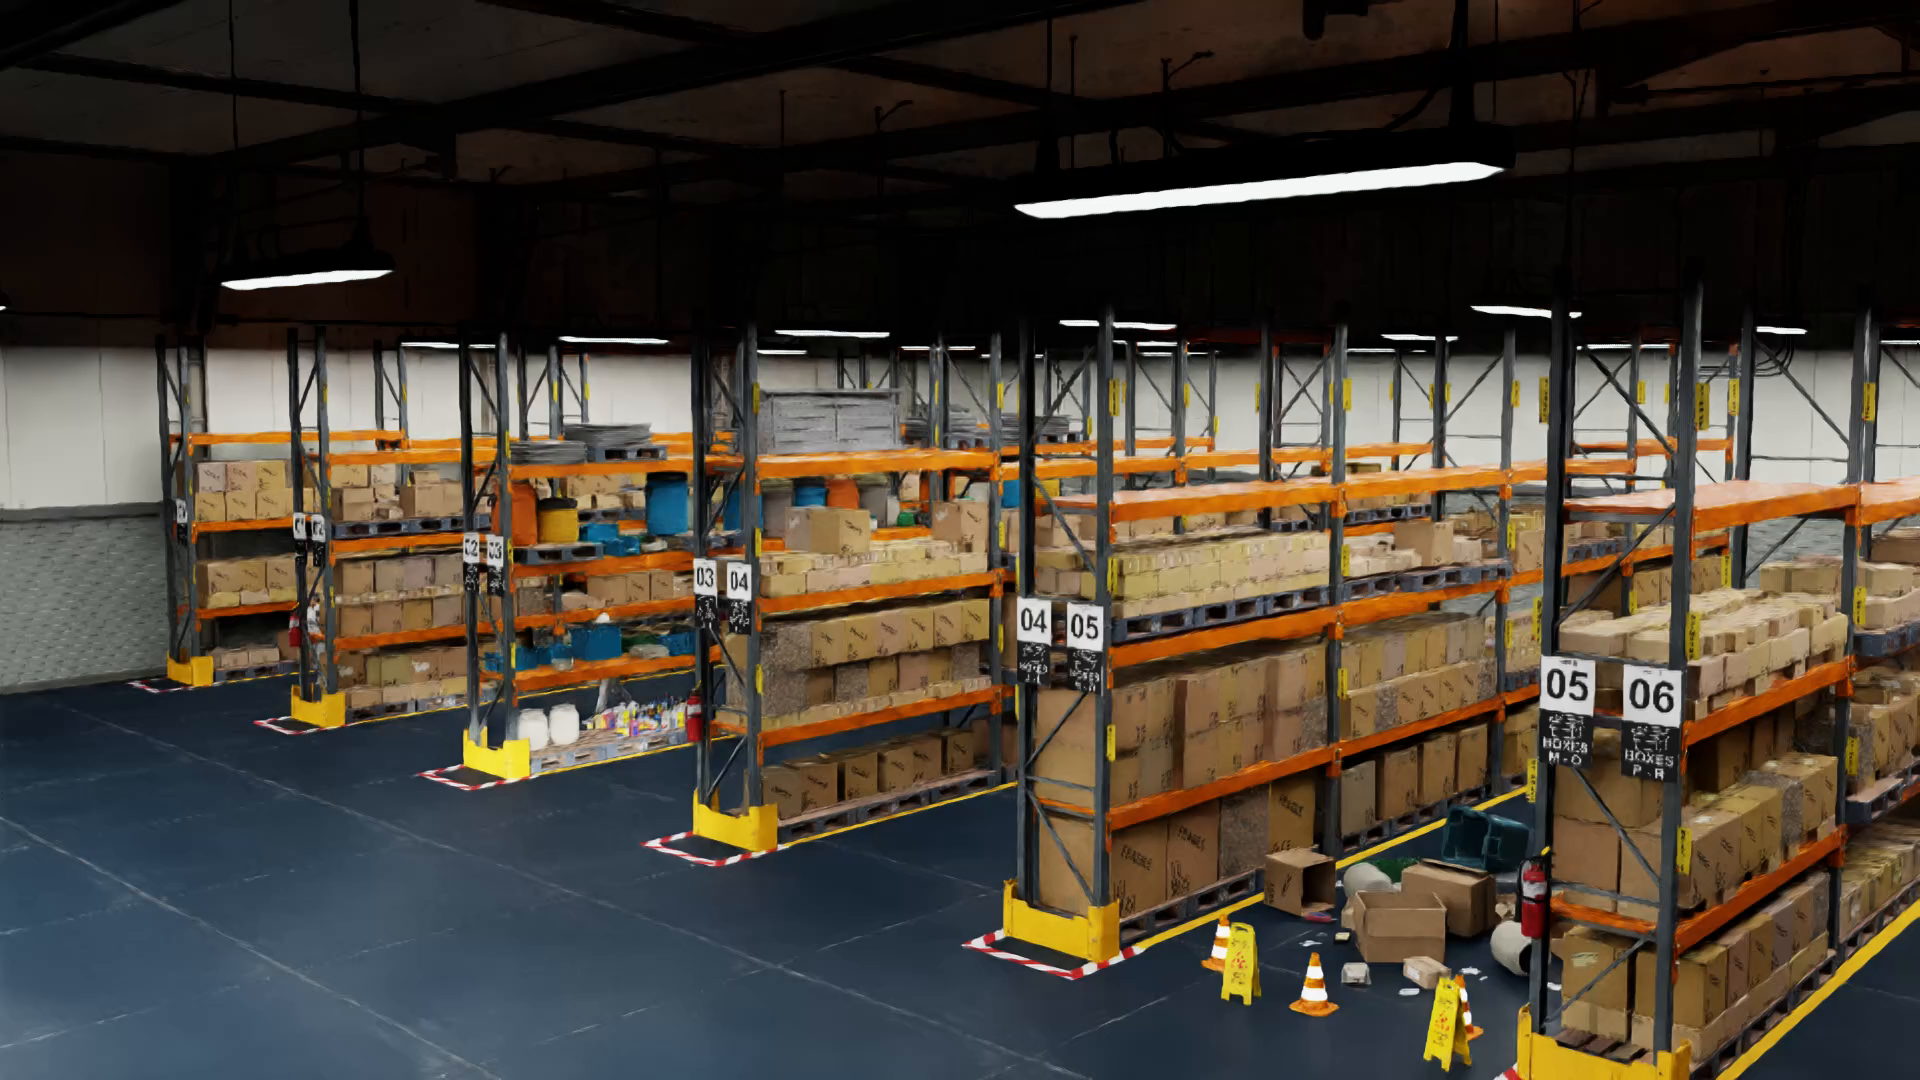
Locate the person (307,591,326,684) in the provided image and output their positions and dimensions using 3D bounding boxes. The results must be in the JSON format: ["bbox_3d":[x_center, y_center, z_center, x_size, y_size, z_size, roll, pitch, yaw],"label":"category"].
[{"bbox_3d":[-11.057,1.661,28.716,0.640,1.617,0.771,2,6,23],"label":"person"}]

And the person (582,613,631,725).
[{"bbox_3d":[-5.372,1.940,25.277,1.121,1.691,0.577,-5,8,-44],"label":"person"}]
